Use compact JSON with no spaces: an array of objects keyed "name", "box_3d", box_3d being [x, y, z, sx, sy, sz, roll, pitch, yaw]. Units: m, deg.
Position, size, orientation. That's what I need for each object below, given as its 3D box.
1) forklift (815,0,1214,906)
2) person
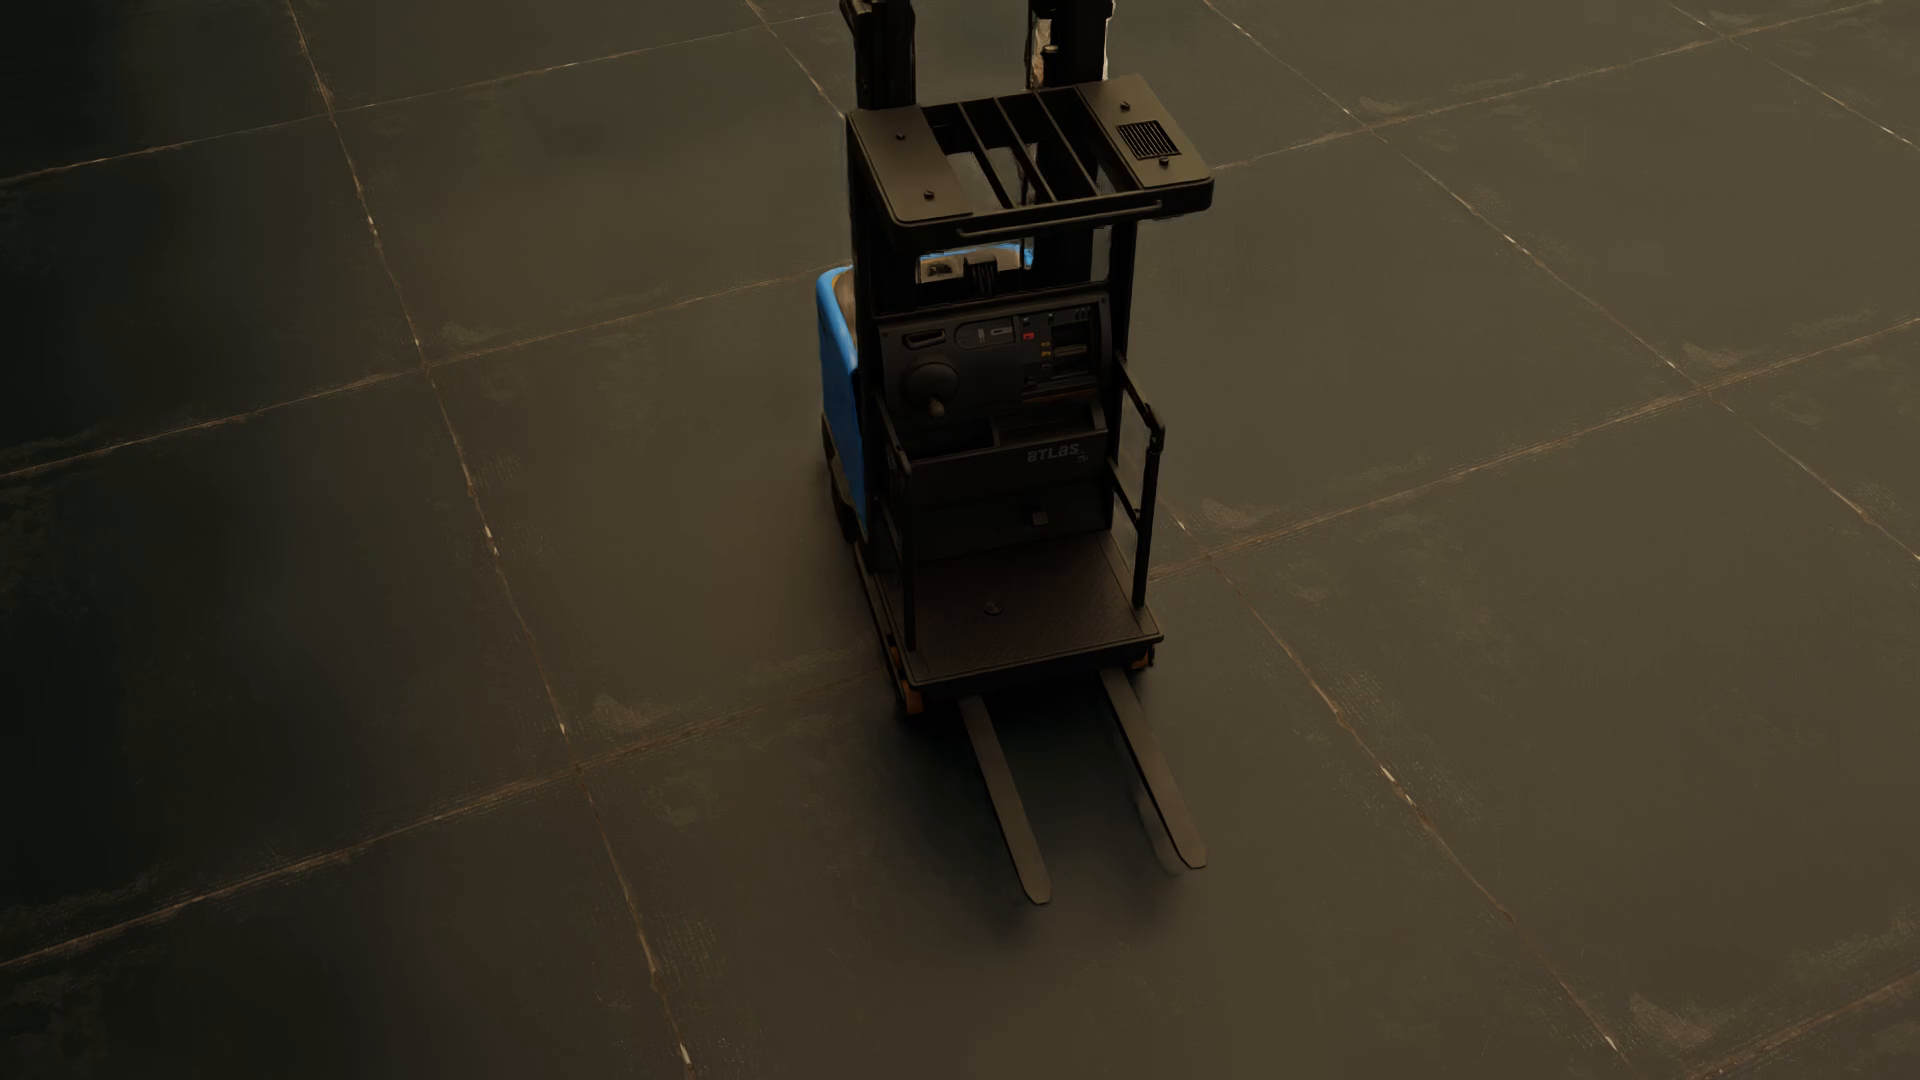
[{"name":"forklift","box_3d":[0.203,-0.631,6.357,1.130,2.935,3.031,-10,44,-11]},{"name":"person","box_3d":[0.577,-2.562,9.380,0.723,1.711,0.732,-24,48,-23]}]
